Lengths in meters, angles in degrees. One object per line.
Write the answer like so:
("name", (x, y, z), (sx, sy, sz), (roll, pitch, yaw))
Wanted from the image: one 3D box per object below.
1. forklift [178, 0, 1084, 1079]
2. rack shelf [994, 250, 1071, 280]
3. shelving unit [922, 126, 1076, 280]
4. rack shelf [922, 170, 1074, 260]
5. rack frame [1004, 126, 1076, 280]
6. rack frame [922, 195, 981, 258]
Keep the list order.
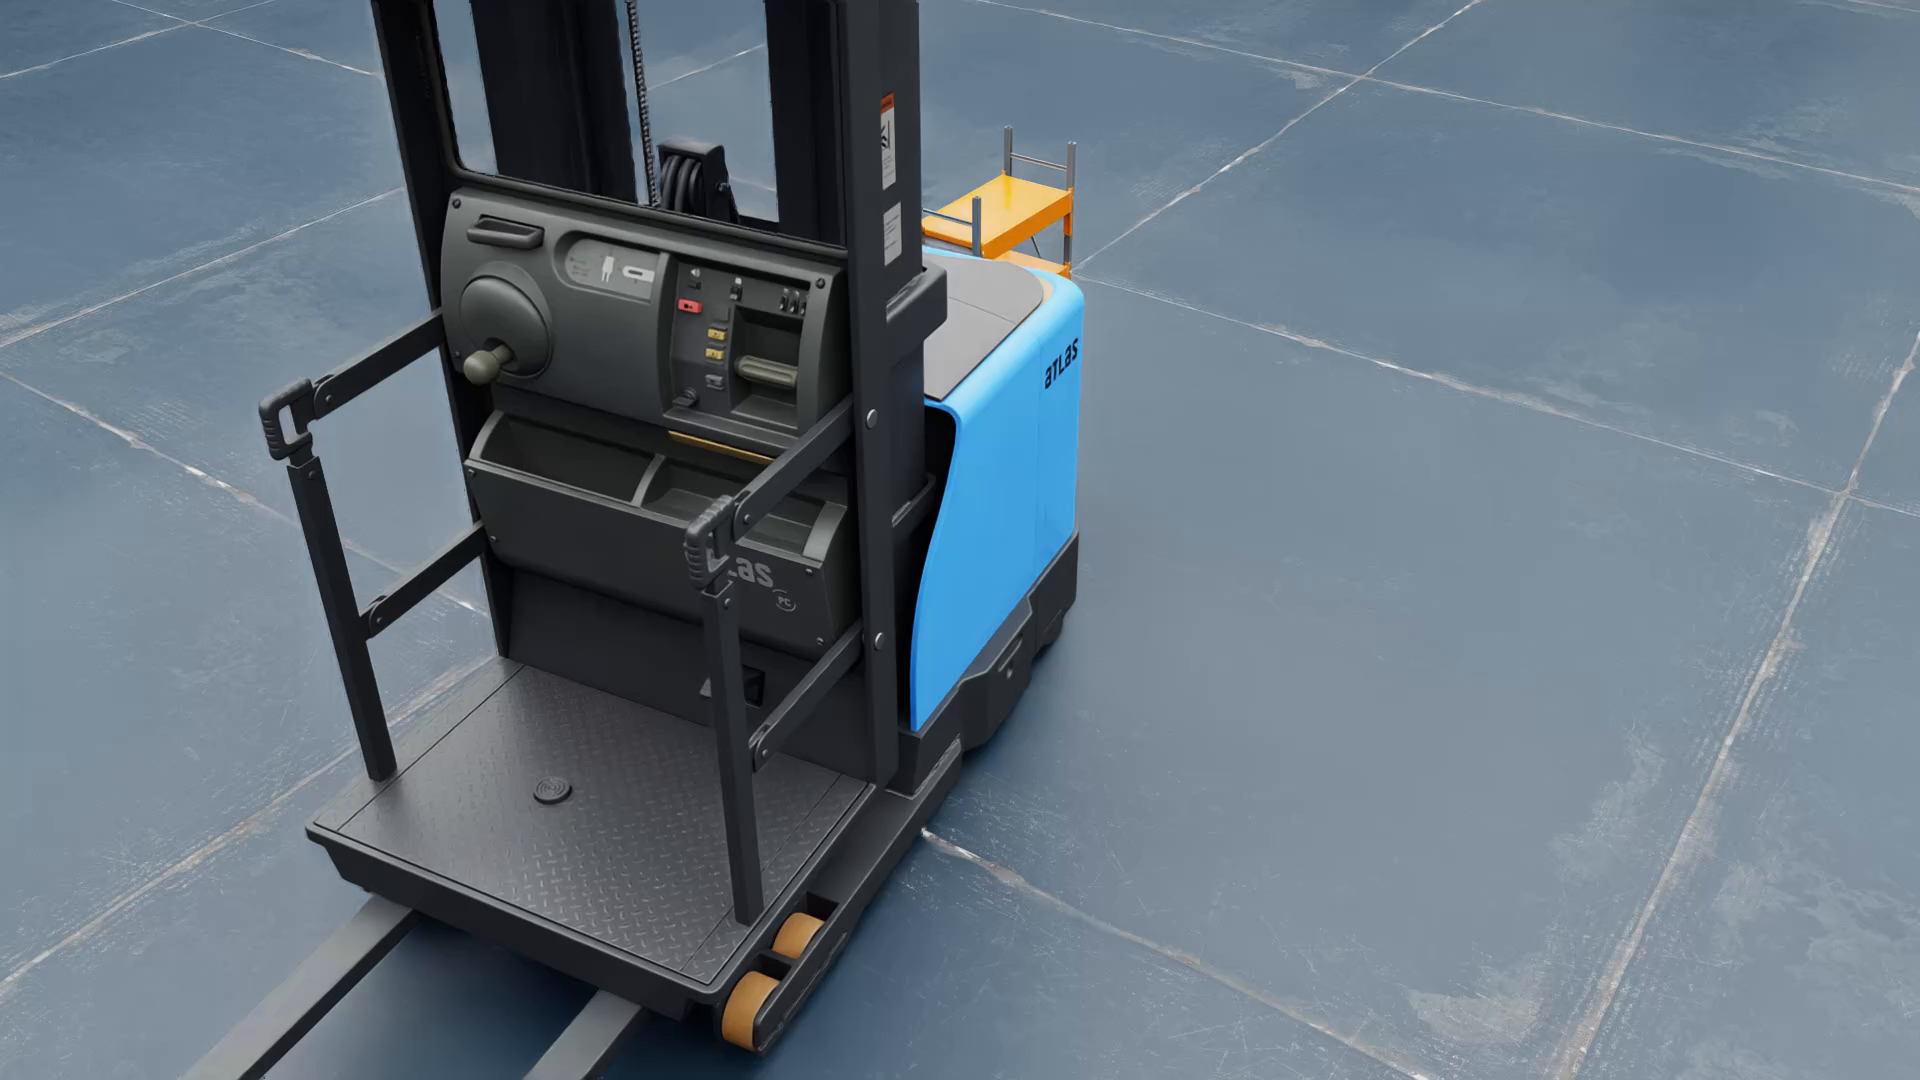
("forklift", (-0.763, -0.391, 3.212), (1.130, 2.935, 3.031), (15, 37, 21))
("rack shelf", (0.094, -0.703, 4.939), (0.258, 0.148, 0.480), (21, 39, 28))
("shelving unit", (0.094, -0.573, 5.027), (0.258, 1.200, 0.503), (21, 39, 28))
("rack shelf", (0.094, -0.899, 4.806), (0.258, 0.148, 0.480), (21, 39, 28))
("rack frame", (0.234, -0.685, 5.193), (0.240, 1.200, 0.015), (21, 39, 28))
("rack frame", (-0.045, -0.461, 4.860), (0.240, 1.200, 0.015), (21, 39, 28))
